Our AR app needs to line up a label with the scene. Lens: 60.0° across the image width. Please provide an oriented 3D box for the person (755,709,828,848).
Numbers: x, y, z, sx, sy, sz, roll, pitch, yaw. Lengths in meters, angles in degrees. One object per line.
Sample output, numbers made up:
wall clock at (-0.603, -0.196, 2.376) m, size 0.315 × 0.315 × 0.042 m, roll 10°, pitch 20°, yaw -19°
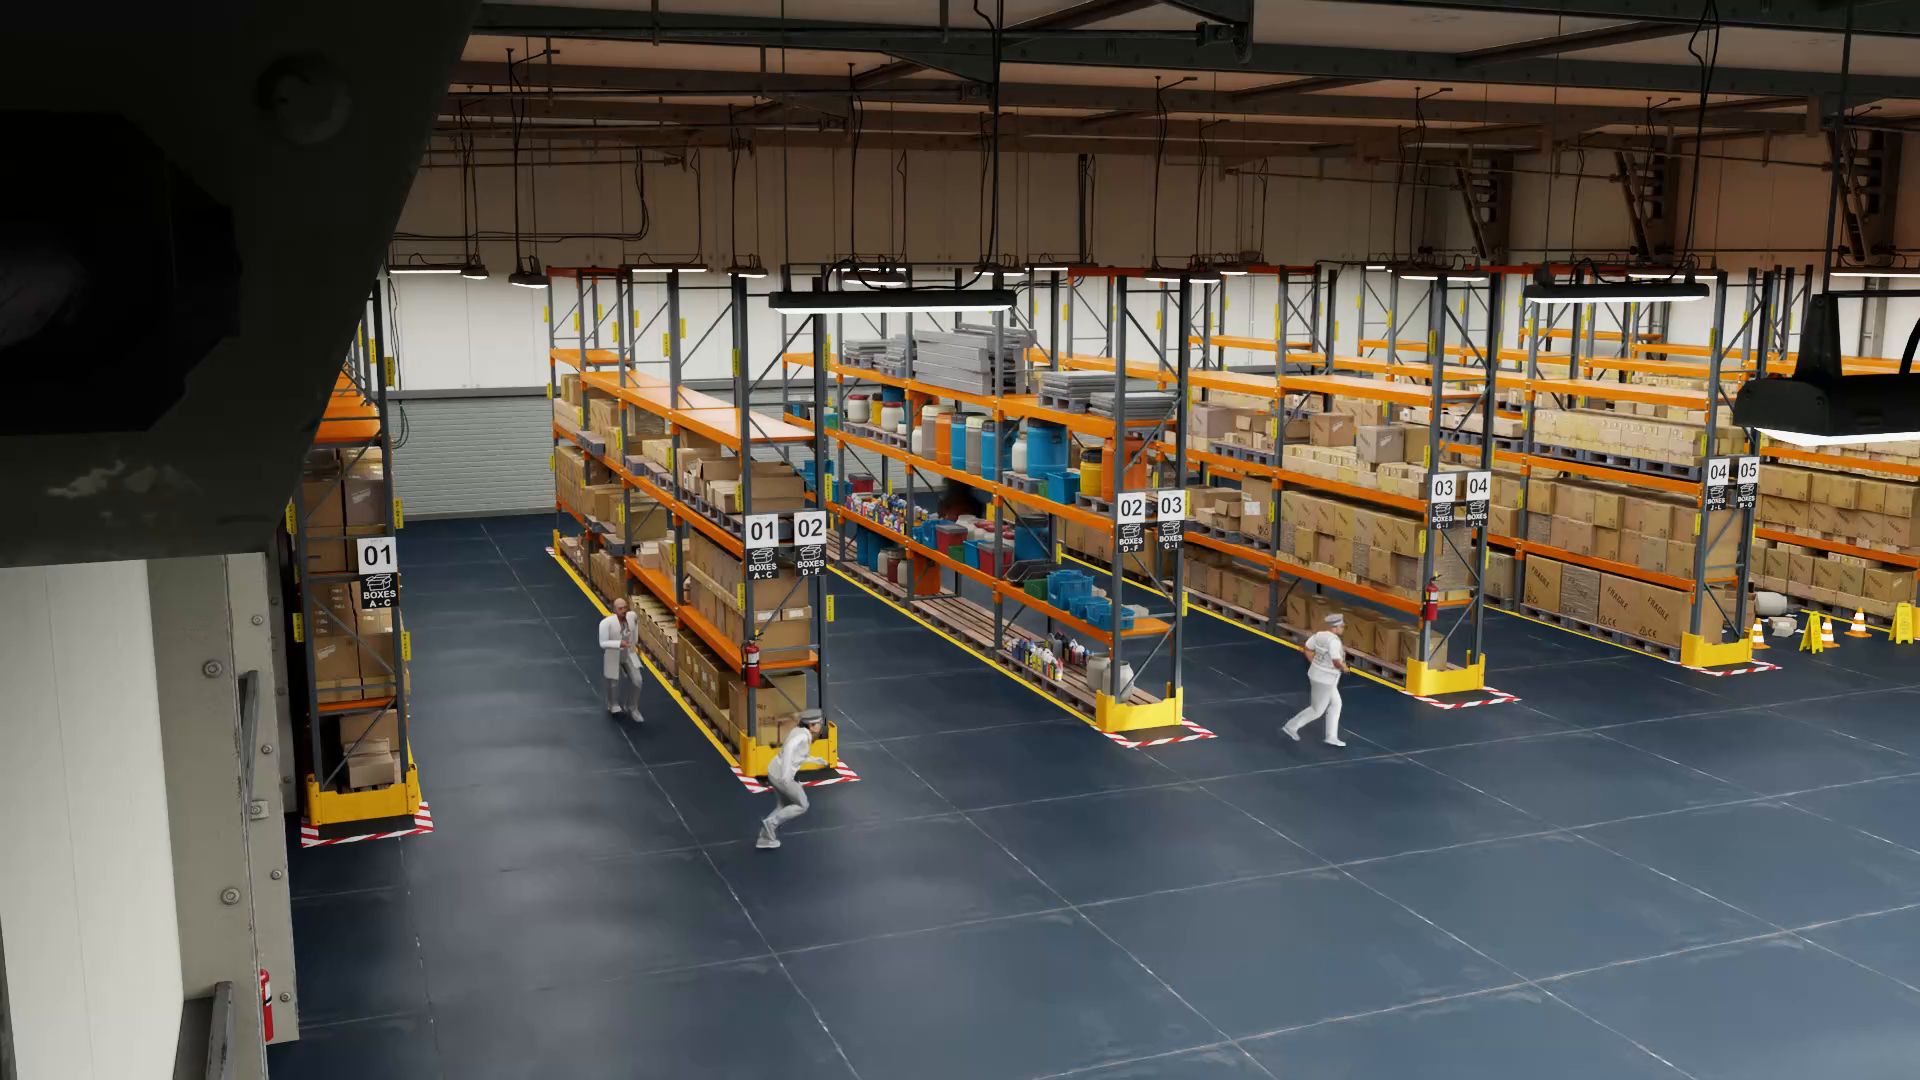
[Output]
person at (-1.782, 2.563, 17.676) m, size 0.788 × 1.495 × 0.652 m, roll -2°, pitch 10°, yaw -13°

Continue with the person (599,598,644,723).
person at (-4.593, 1.608, 22.461) m, size 0.626 × 1.729 × 1.012 m, roll -5°, pitch 11°, yaw -27°

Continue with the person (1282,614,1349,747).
person at (4.573, 1.816, 21.286) m, size 0.831 × 1.746 × 0.621 m, roll 0°, pitch 10°, yaw -1°
